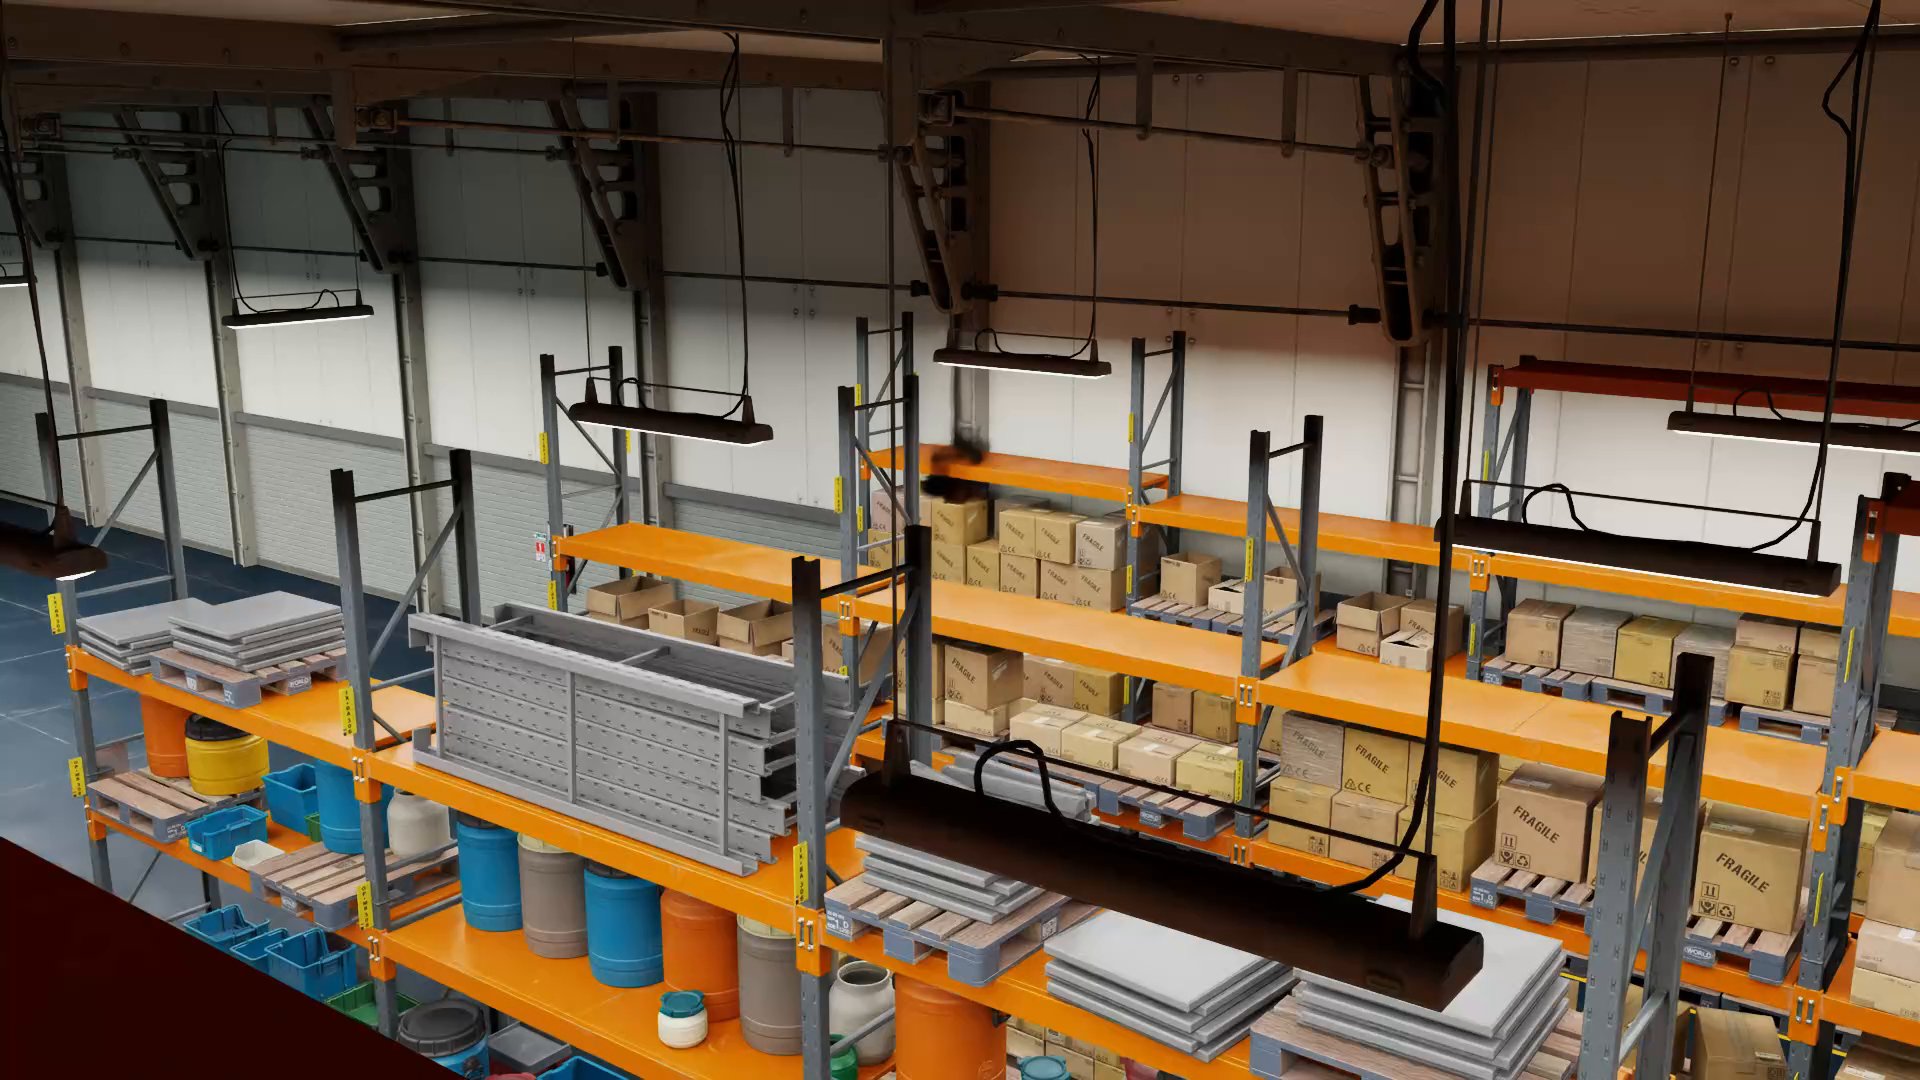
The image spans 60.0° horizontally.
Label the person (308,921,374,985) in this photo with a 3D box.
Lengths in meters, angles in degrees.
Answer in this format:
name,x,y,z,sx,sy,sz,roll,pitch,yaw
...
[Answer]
name,x,y,z,sx,sy,sz,roll,pitch,yaw
person,-5.941,3.671,15.737,0.712,1.758,0.642,1,13,3
